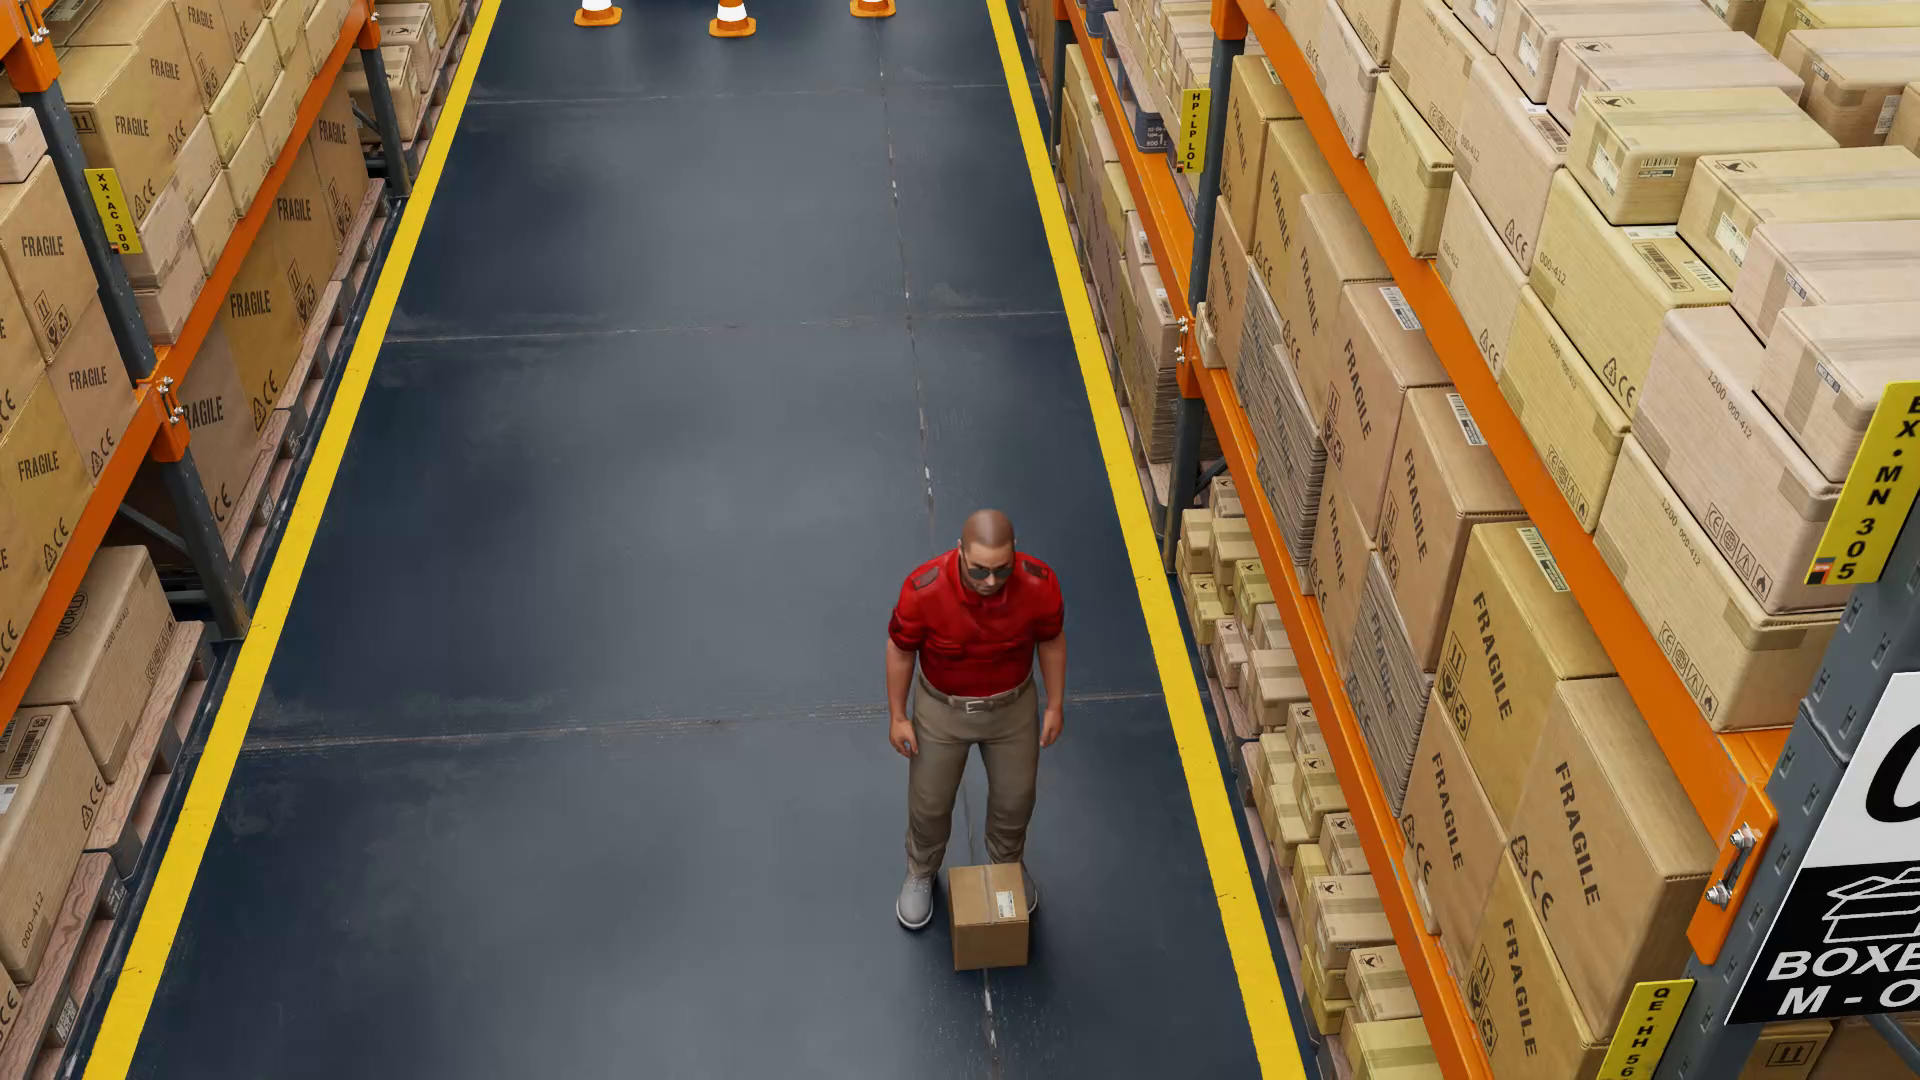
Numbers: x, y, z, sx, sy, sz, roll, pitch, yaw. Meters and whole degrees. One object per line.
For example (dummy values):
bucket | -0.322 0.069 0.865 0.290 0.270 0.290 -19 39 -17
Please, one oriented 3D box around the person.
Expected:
person | 0.056 0.566 5.463 0.589 1.726 0.393 -4 39 -5
